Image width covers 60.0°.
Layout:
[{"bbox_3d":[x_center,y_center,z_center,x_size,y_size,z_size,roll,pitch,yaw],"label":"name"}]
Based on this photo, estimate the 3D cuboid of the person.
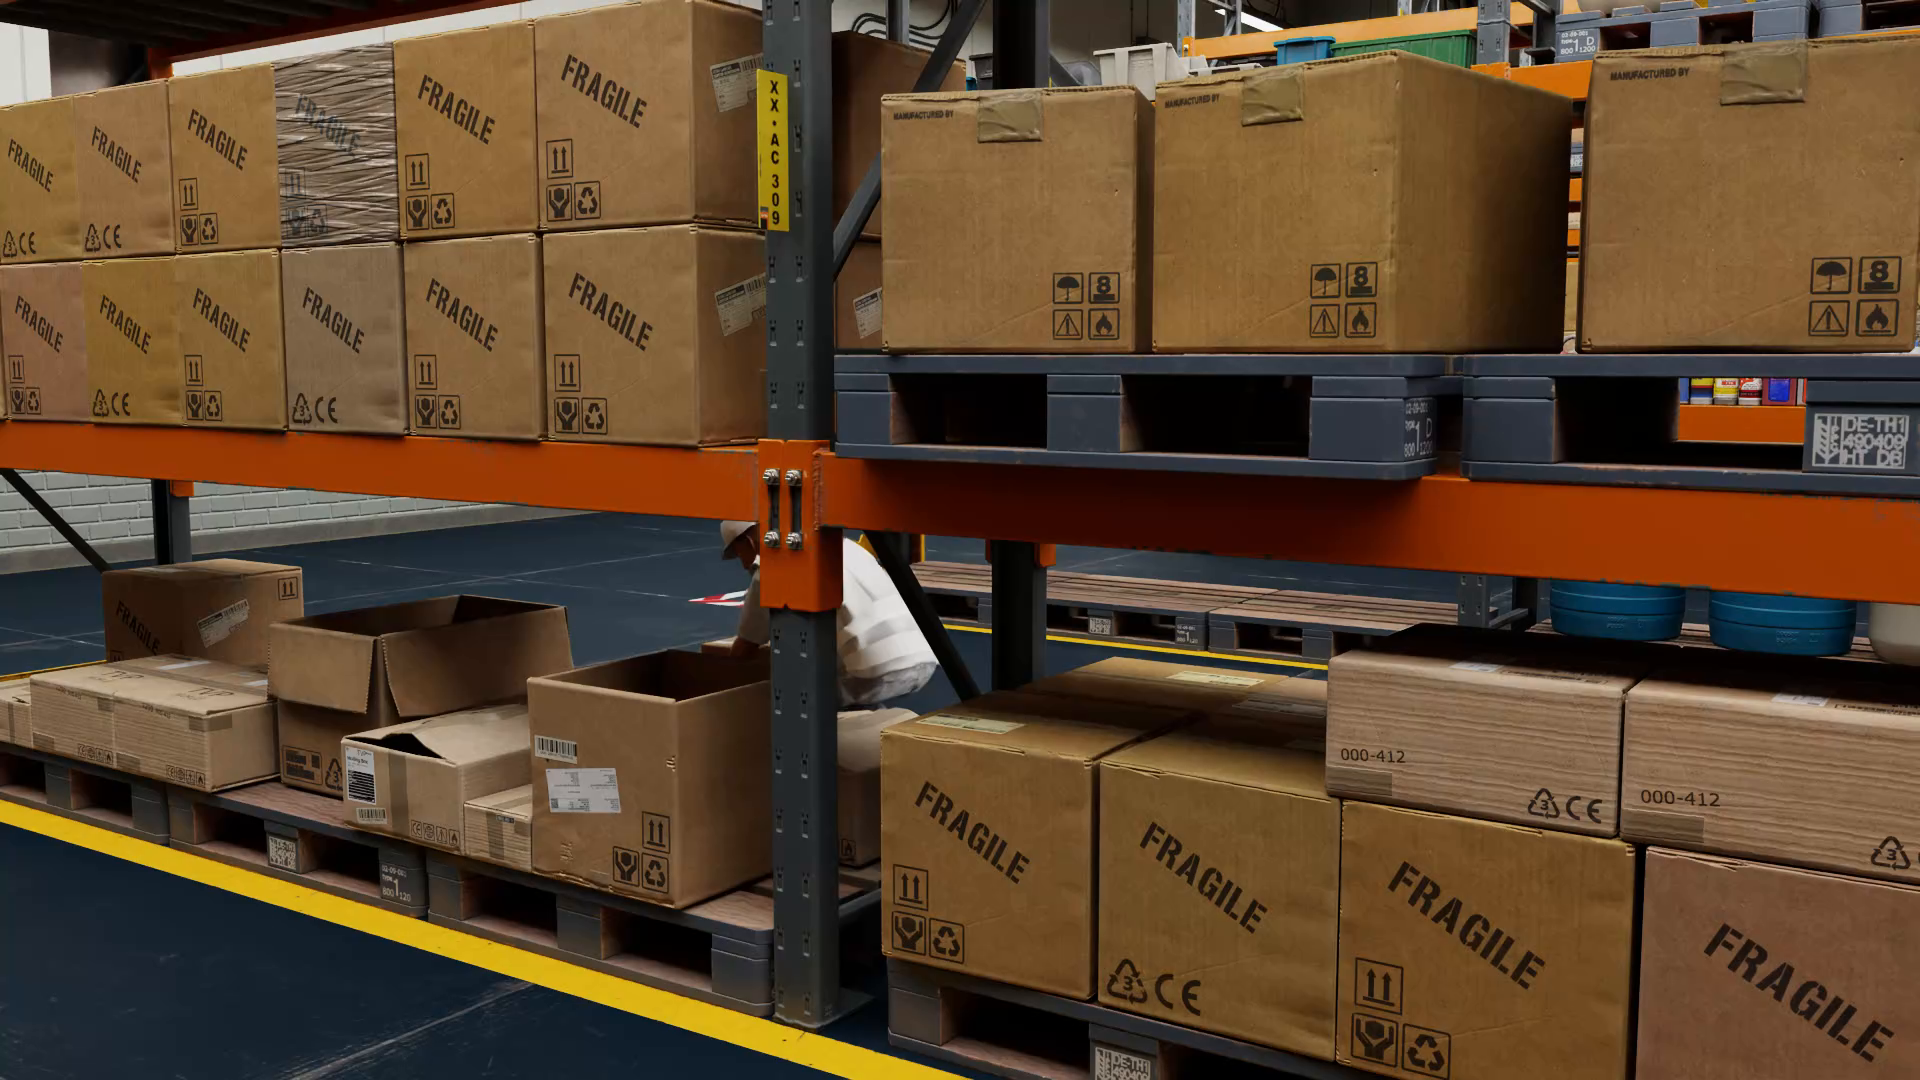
[{"bbox_3d":[-0.514,0.360,5.989,0.921,1.001,0.565,4,7,32],"label":"person"}]
